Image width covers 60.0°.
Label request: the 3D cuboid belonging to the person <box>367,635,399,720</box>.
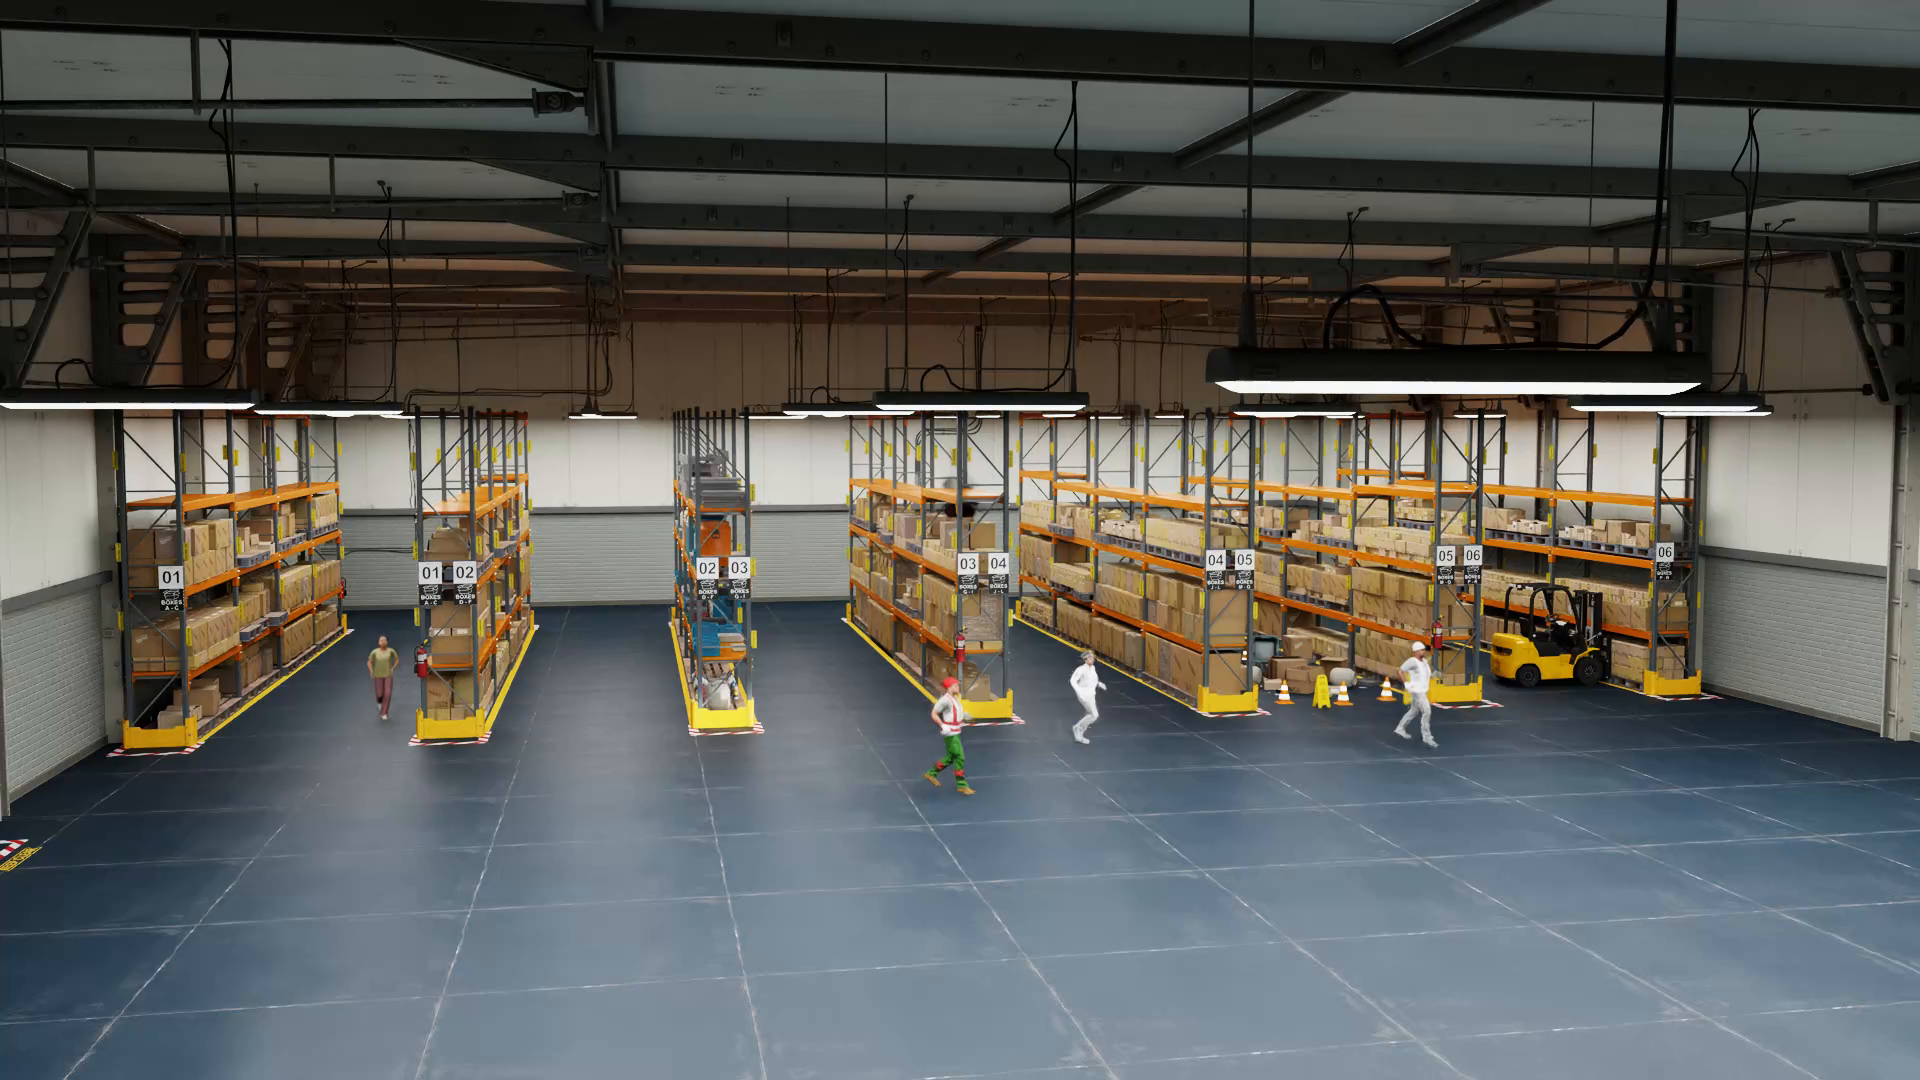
[{"bbox_3d":[-11.117,2.636,32.082,0.581,1.626,0.565,-2,4,-21],"label":"person"}]

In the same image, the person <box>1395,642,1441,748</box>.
[{"bbox_3d":[8.126,2.720,29.502,0.853,1.829,0.672,3,5,33],"label":"person"}]

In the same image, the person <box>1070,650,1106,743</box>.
[{"bbox_3d":[2.316,2.783,29.628,0.549,1.666,0.598,2,5,32],"label":"person"}]

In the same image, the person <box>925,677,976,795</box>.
[{"bbox_3d":[-0.138,2.998,25.620,0.828,1.796,0.651,1,4,16],"label":"person"}]
